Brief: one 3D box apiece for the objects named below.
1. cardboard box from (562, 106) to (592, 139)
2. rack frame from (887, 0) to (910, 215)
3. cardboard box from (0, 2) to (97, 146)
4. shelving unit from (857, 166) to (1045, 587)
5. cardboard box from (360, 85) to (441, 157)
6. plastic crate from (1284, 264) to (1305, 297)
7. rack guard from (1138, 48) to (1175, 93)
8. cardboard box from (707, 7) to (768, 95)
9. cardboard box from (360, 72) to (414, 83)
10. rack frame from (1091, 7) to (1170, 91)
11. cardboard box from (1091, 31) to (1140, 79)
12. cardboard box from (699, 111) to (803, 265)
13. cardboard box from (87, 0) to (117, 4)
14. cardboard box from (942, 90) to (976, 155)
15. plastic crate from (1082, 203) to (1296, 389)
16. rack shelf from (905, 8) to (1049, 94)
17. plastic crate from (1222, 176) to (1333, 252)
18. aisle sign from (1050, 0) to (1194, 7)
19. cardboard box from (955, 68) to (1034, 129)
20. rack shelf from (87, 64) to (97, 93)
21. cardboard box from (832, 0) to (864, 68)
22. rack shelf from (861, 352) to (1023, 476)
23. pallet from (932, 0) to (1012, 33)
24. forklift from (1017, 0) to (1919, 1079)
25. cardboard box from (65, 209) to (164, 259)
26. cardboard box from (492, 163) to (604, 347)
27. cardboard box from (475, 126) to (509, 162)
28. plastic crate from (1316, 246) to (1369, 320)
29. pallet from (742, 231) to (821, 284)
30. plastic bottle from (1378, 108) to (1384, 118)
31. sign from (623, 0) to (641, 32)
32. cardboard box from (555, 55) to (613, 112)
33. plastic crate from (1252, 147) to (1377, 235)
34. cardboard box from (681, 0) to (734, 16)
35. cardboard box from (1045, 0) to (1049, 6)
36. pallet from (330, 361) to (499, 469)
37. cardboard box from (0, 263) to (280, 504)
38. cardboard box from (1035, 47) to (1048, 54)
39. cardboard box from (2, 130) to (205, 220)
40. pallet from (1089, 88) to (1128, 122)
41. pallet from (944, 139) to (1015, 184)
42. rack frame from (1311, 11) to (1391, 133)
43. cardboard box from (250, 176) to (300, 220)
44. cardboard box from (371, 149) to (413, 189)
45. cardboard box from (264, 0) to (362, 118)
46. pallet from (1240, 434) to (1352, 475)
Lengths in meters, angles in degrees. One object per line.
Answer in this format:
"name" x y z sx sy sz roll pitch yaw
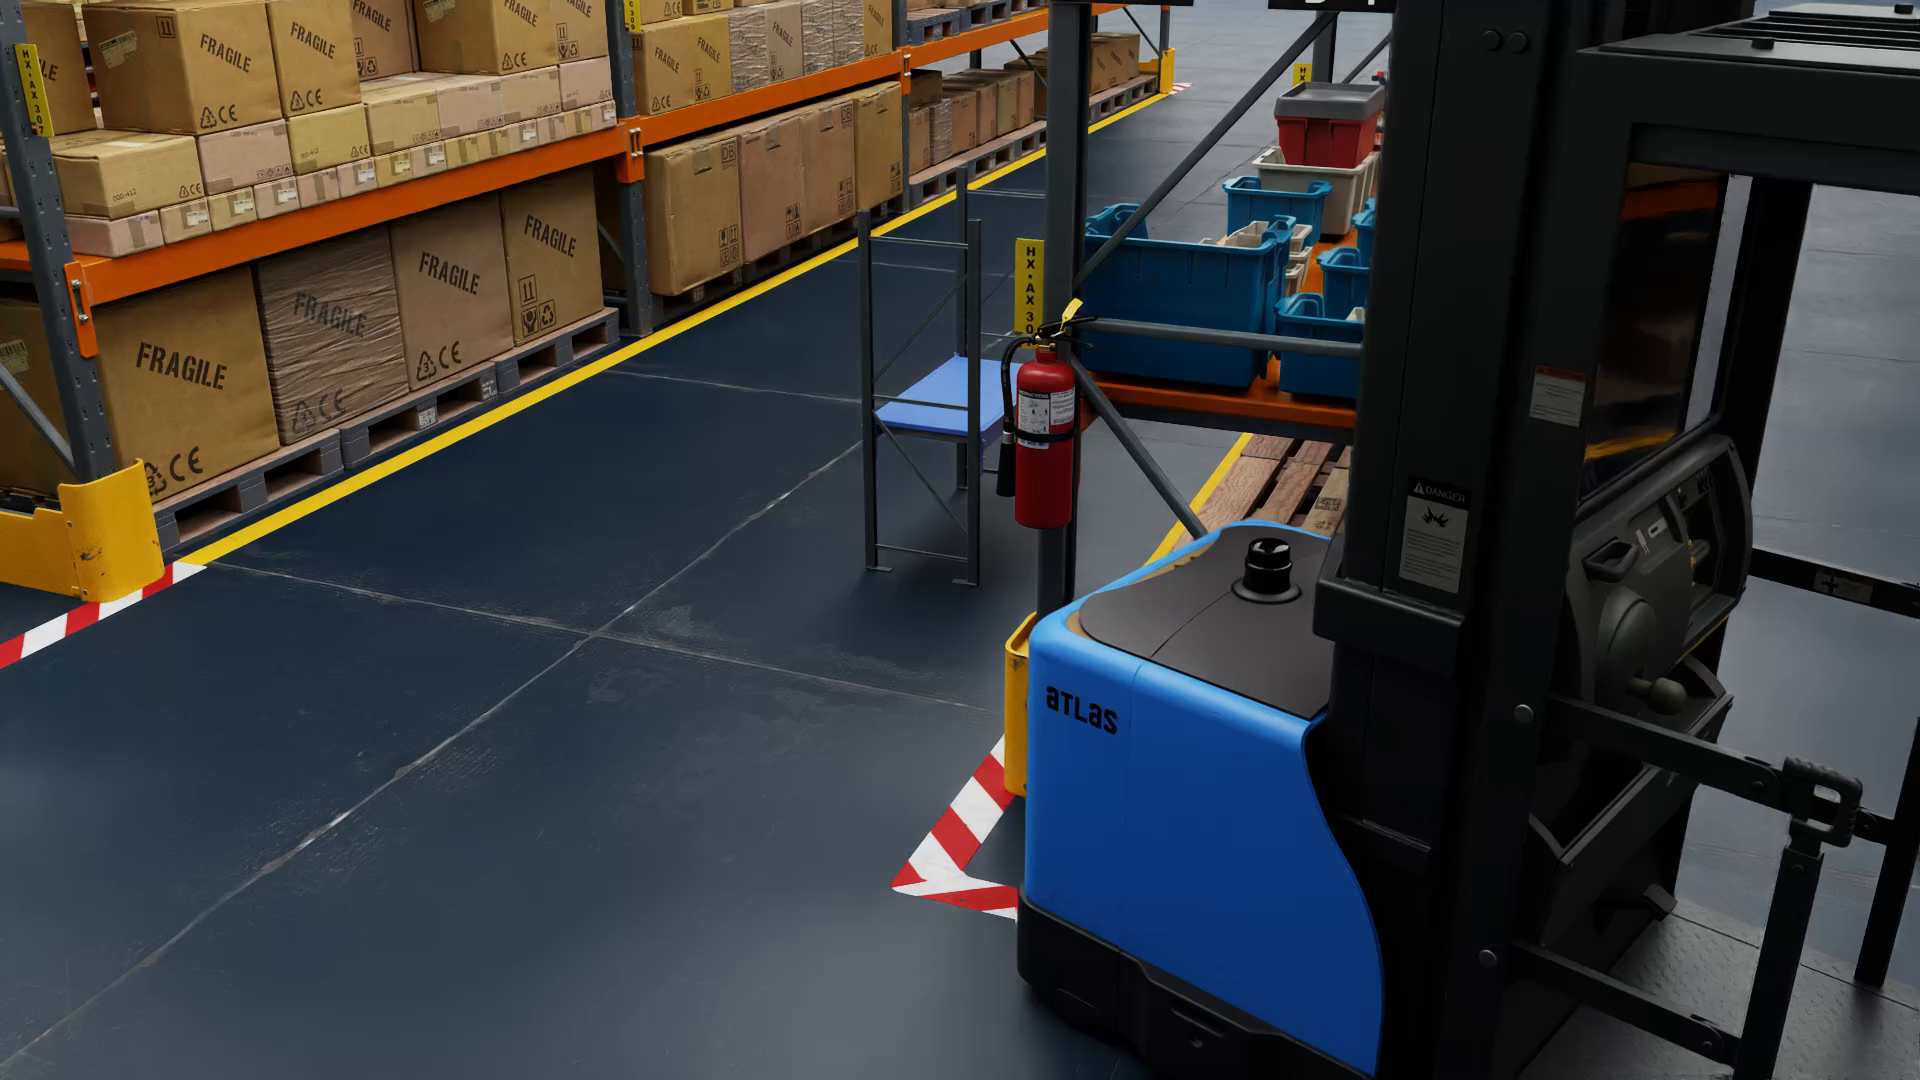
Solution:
"cardboard box" -2.293 -2.344 9.296 0.380 0.149 0.250 9 24 21
"rack frame" -0.902 -4.140 13.269 1.000 3.000 0.127 9 24 20
"cardboard box" -3.937 -1.903 6.750 0.500 0.500 0.500 9 24 21
"shelving unit" 0.032 -0.723 7.034 0.538 1.500 1.048 9 24 20
"cardboard box" -2.879 -2.032 8.031 0.500 0.250 0.500 8 24 19
"plastic crate" 0.981 -0.893 5.761 0.396 0.136 0.243 9 24 20
"rack guard" 2.041 -5.822 20.539 1.175 0.500 0.348 9 24 20
"cardboard box" -1.613 -3.242 10.991 0.500 0.500 0.500 8 24 19
"cardboard box" -3.182 -2.282 8.631 0.500 0.250 0.500 9 24 21
"rack frame" 2.069 -7.003 20.123 1.000 3.000 0.127 9 24 20
"cardboard box" 1.822 -5.822 19.994 0.500 0.500 0.500 14 26 30
"cardboard box" -1.838 -2.473 11.492 1.225 0.875 0.875 8 24 18
"cardboard box" -6.288 -3.838 11.941 0.380 0.149 0.250 8 24 19
"cardboard box" -0.273 -3.836 15.214 0.700 0.500 0.500 11 25 24
"plastic crate" 0.676 -0.758 5.050 0.616 0.435 0.499 9 24 20
"rack shelf" -0.159 -4.523 15.121 1.077 0.370 4.000 9 24 20
"plastic crate" 1.250 -1.290 6.585 0.416 0.233 0.300 9 24 20
"aisle sign" 0.426 -1.783 4.255 0.394 0.787 0.004 9 24 20
"cardboard box" 0.336 -4.404 16.574 0.700 0.500 0.500 7 24 16
"rack shelf" -6.213 -3.838 13.481 1.077 0.370 4.000 9 24 20
"cardboard box" -1.046 -3.796 12.317 0.500 0.500 0.500 9 24 20
"rack shelf" 0.032 -0.557 7.103 0.538 0.185 1.000 9 24 20
"pallet" -0.205 -4.765 15.016 1.003 0.211 1.213 9 24 20
"forklift" 1.584 0.078 3.259 3.031 2.935 1.130 19 29 38
"cardboard box" -3.435 -1.241 6.655 0.380 0.149 0.250 9 24 21
"cardboard box" -2.707 -1.697 9.633 0.875 0.875 0.875 9 24 20
"cardboard box" -2.579 -2.068 8.635 0.380 0.149 0.250 9 24 21
"plastic crate" 1.367 -0.795 5.401 0.416 0.233 0.300 9 24 20
"pallet" -1.720 -2.147 12.115 1.003 0.211 1.213 9 24 20
"plastic bottle" 2.193 -2.260 8.930 0.152 0.276 0.135 9 24 20
"sign" -1.872 -3.065 9.471 0.100 0.325 0.005 9 24 20
"cardboard box" -2.308 -2.581 9.345 0.500 0.250 0.500 8 24 19
"plastic crate" 1.472 -1.452 6.911 0.437 0.282 0.530 9 24 20
"cardboard box" -1.893 -3.691 10.763 0.797 0.503 0.637 9 24 21
"cardboard box" 0.943 -5.489 16.825 0.380 0.149 0.250 9 24 20
"pallet" -3.195 -0.723 8.706 1.003 0.211 1.213 9 24 20
"cardboard box" -3.710 -0.731 7.319 0.875 0.875 0.875 9 24 20
"cardboard box" 1.133 -5.188 18.478 0.500 0.500 0.500 7 24 15
"cardboard box" -3.445 -1.478 6.705 0.500 0.250 0.500 8 24 19
"pallet" 1.252 -4.968 18.869 1.003 0.211 1.213 9 24 20
"pallet" -0.156 -3.567 15.517 1.003 0.211 1.213 9 24 20
"rack frame" 2.211 -1.999 8.144 1.000 3.000 0.127 9 24 20
"cardboard box" -3.151 -1.518 7.318 0.380 0.149 0.250 8 24 19
"cardboard box" -2.865 -1.791 7.973 0.380 0.149 0.250 8 24 19
"cardboard box" -3.072 -2.189 7.435 0.500 0.500 0.500 8 24 19
"pallet" 1.974 -0.444 8.039 1.003 0.211 1.213 9 24 20
